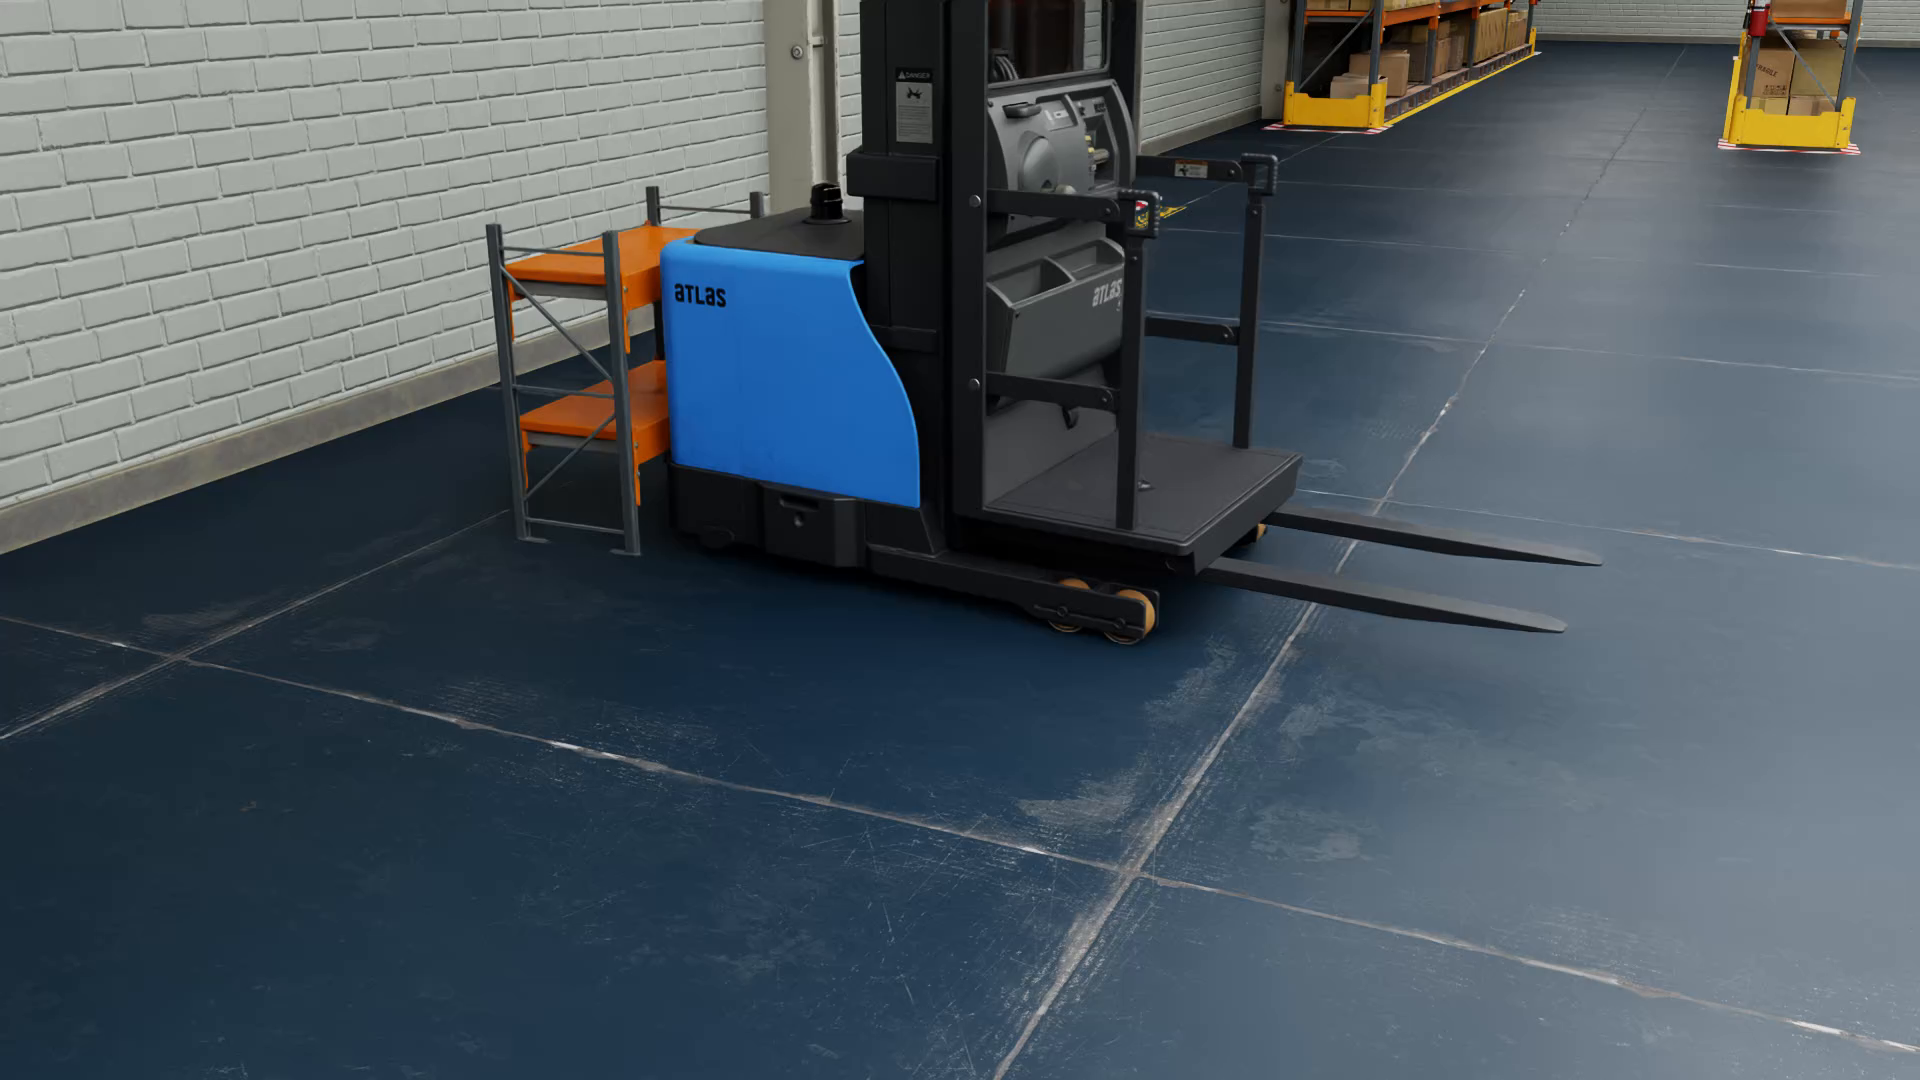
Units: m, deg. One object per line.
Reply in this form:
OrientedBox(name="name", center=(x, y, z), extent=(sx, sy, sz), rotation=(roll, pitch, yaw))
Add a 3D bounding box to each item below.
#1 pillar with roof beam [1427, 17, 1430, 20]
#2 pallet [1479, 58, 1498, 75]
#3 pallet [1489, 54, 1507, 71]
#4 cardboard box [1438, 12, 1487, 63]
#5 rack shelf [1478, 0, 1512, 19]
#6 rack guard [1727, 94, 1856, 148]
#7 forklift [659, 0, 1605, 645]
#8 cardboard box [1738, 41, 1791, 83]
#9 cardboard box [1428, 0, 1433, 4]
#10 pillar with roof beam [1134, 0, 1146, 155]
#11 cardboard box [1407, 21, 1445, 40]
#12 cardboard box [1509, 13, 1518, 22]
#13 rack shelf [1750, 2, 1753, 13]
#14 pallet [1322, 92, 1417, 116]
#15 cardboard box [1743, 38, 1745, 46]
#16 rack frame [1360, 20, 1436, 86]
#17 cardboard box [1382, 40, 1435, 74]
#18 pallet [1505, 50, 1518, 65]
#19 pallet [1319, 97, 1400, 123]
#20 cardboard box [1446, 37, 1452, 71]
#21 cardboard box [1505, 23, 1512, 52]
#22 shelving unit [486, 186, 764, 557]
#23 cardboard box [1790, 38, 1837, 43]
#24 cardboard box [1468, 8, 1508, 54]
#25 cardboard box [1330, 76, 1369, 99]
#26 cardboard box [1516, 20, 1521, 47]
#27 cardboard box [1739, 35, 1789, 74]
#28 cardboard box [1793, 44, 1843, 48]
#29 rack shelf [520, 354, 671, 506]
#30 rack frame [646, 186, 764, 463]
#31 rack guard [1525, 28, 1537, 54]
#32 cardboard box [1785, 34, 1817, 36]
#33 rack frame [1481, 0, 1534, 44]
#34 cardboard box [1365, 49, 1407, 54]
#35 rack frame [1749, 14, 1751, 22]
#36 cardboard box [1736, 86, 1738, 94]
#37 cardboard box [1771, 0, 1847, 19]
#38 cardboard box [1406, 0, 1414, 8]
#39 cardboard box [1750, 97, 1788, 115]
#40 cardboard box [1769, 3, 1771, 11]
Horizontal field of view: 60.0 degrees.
OrientedBox(name="pillar with roof beam", center=(12.795, -12.629, 28.051), extent=(9.100, 9.000, 0.400), rotation=(9, 21, 23))
OrientedBox(name="pallet", center=(8.625, -8.126, 28.504), extent=(1.003, 0.211, 1.213), rotation=(9, 21, 23))
OrientedBox(name="pallet", center=(9.123, -8.501, 29.557), extent=(1.003, 0.211, 1.213), rotation=(9, 21, 23))
OrientedBox(name="cardboard box", center=(8.153, -8.230, 27.215), extent=(0.750, 0.750, 0.750), rotation=(8, 21, 22))
OrientedBox(name="rack shelf", center=(8.551, -9.110, 28.183), extent=(1.077, 0.370, 4.000), rotation=(9, 21, 23))
OrientedBox(name="rack guard", center=(8.968, -4.529, 17.957), extent=(1.175, 0.500, 0.348), rotation=(9, 21, 23))
OrientedBox(name="forklift", center=(0.510, -1.264, 5.149), extent=(3.031, 2.935, 1.130), rotation=(11, 22, 27))
OrientedBox(name="cardboard box", center=(9.528, -5.635, 19.694), extent=(0.500, 0.500, 0.500), rotation=(9, 21, 23))
OrientedBox(name="cardboard box", center=(5.966, -7.216, 21.978), extent=(0.500, 0.250, 0.500), rotation=(9, 21, 23))
OrientedBox(name="pillar with roof beam", center=(5.425, -7.127, 12.579), extent=(9.100, 9.000, 0.400), rotation=(9, 21, 23))
OrientedBox(name="cardboard box", center=(6.989, -7.670, 25.014), extent=(0.500, 0.250, 0.500), rotation=(8, 21, 22))
OrientedBox(name="cardboard box", center=(10.291, -9.840, 31.297), extent=(0.380, 0.149, 0.250), rotation=(8, 21, 21))
OrientedBox(name="rack shelf", center=(11.434, -7.209, 22.837), extent=(1.077, 0.370, 4.000), rotation=(9, 21, 23))
OrientedBox(name="pallet", center=(5.354, -5.717, 21.729), extent=(1.003, 0.211, 1.213), rotation=(9, 21, 23))
OrientedBox(name="cardboard box", center=(14.638, -9.084, 30.481), extent=(0.500, 0.250, 0.500), rotation=(9, 21, 23))
OrientedBox(name="rack frame", center=(6.095, -7.615, 22.905), extent=(1.000, 3.000, 0.127), rotation=(9, 21, 23))
OrientedBox(name="cardboard box", center=(6.547, -7.037, 24.353), extent=(0.700, 0.500, 0.500), rotation=(8, 21, 22))
OrientedBox(name="pallet", center=(9.753, -8.969, 30.872), extent=(1.003, 0.211, 1.213), rotation=(9, 21, 23))
OrientedBox(name="pallet", center=(4.853, -5.345, 20.684), extent=(1.003, 0.211, 1.213), rotation=(9, 21, 23))
OrientedBox(name="cardboard box", center=(7.168, -7.499, 25.652), extent=(0.700, 0.500, 0.500), rotation=(9, 21, 23))
OrientedBox(name="cardboard box", center=(9.770, -9.295, 30.733), extent=(0.700, 0.500, 0.500), rotation=(9, 21, 23))
OrientedBox(name="shelving unit", center=(-1.172, -0.665, 6.156), extent=(0.538, 1.125, 1.048), rotation=(7, 21, 20))
OrientedBox(name="cardboard box", center=(10.409, -5.869, 20.354), extent=(0.500, 0.500, 0.500), rotation=(9, 21, 23))
OrientedBox(name="cardboard box", center=(9.223, -9.029, 29.463), extent=(0.750, 0.750, 0.750), rotation=(9, 21, 23))
OrientedBox(name="cardboard box", center=(4.822, -5.532, 20.404), extent=(0.500, 0.311, 0.500), rotation=(6, 20, 17))
OrientedBox(name="cardboard box", center=(10.403, -9.769, 32.065), extent=(0.700, 0.500, 0.500), rotation=(8, 21, 21))
OrientedBox(name="cardboard box", center=(10.140, -6.093, 20.984), extent=(0.500, 0.500, 0.500), rotation=(9, 21, 23))
OrientedBox(name="cardboard box", center=(9.796, -5.411, 19.064), extent=(0.500, 0.500, 0.500), rotation=(9, 21, 23))
OrientedBox(name="rack shelf", center=(-1.172, -0.434, 6.238), extent=(0.538, 0.278, 1.000), rotation=(7, 21, 20))
OrientedBox(name="rack frame", center=(-0.987, -0.823, 6.603), extent=(0.500, 1.125, 0.032), rotation=(7, 21, 20))
OrientedBox(name="rack guard", center=(11.018, -10.113, 33.659), extent=(1.175, 0.500, 0.348), rotation=(9, 21, 23))
OrientedBox(name="cardboard box", center=(13.329, -7.763, 26.393), extent=(0.500, 0.500, 0.500), rotation=(8, 21, 21))
OrientedBox(name="rack frame", center=(11.008, -11.284, 33.220), extent=(1.000, 3.000, 0.127), rotation=(9, 21, 23))
OrientedBox(name="cardboard box", center=(5.706, -6.322, 22.343), extent=(0.500, 0.500, 0.500), rotation=(7, 21, 19))
OrientedBox(name="rack frame", center=(15.529, -10.605, 31.312), extent=(1.000, 3.000, 0.127), rotation=(9, 21, 23))
OrientedBox(name="cardboard box", center=(9.730, -5.435, 20.250), extent=(0.500, 0.250, 0.500), rotation=(9, 21, 23))
OrientedBox(name="cardboard box", center=(9.180, -5.902, 17.938), extent=(0.700, 0.500, 0.500), rotation=(9, 21, 23))
OrientedBox(name="cardboard box", center=(5.360, -6.752, 20.673), extent=(0.500, 0.250, 0.500), rotation=(8, 21, 22))
OrientedBox(name="cardboard box", center=(8.927, -4.821, 18.524), extent=(0.500, 0.250, 0.500), rotation=(9, 21, 23))
OrientedBox(name="cardboard box", center=(10.020, -6.532, 19.711), extent=(0.700, 0.500, 0.500), rotation=(9, 21, 24))
